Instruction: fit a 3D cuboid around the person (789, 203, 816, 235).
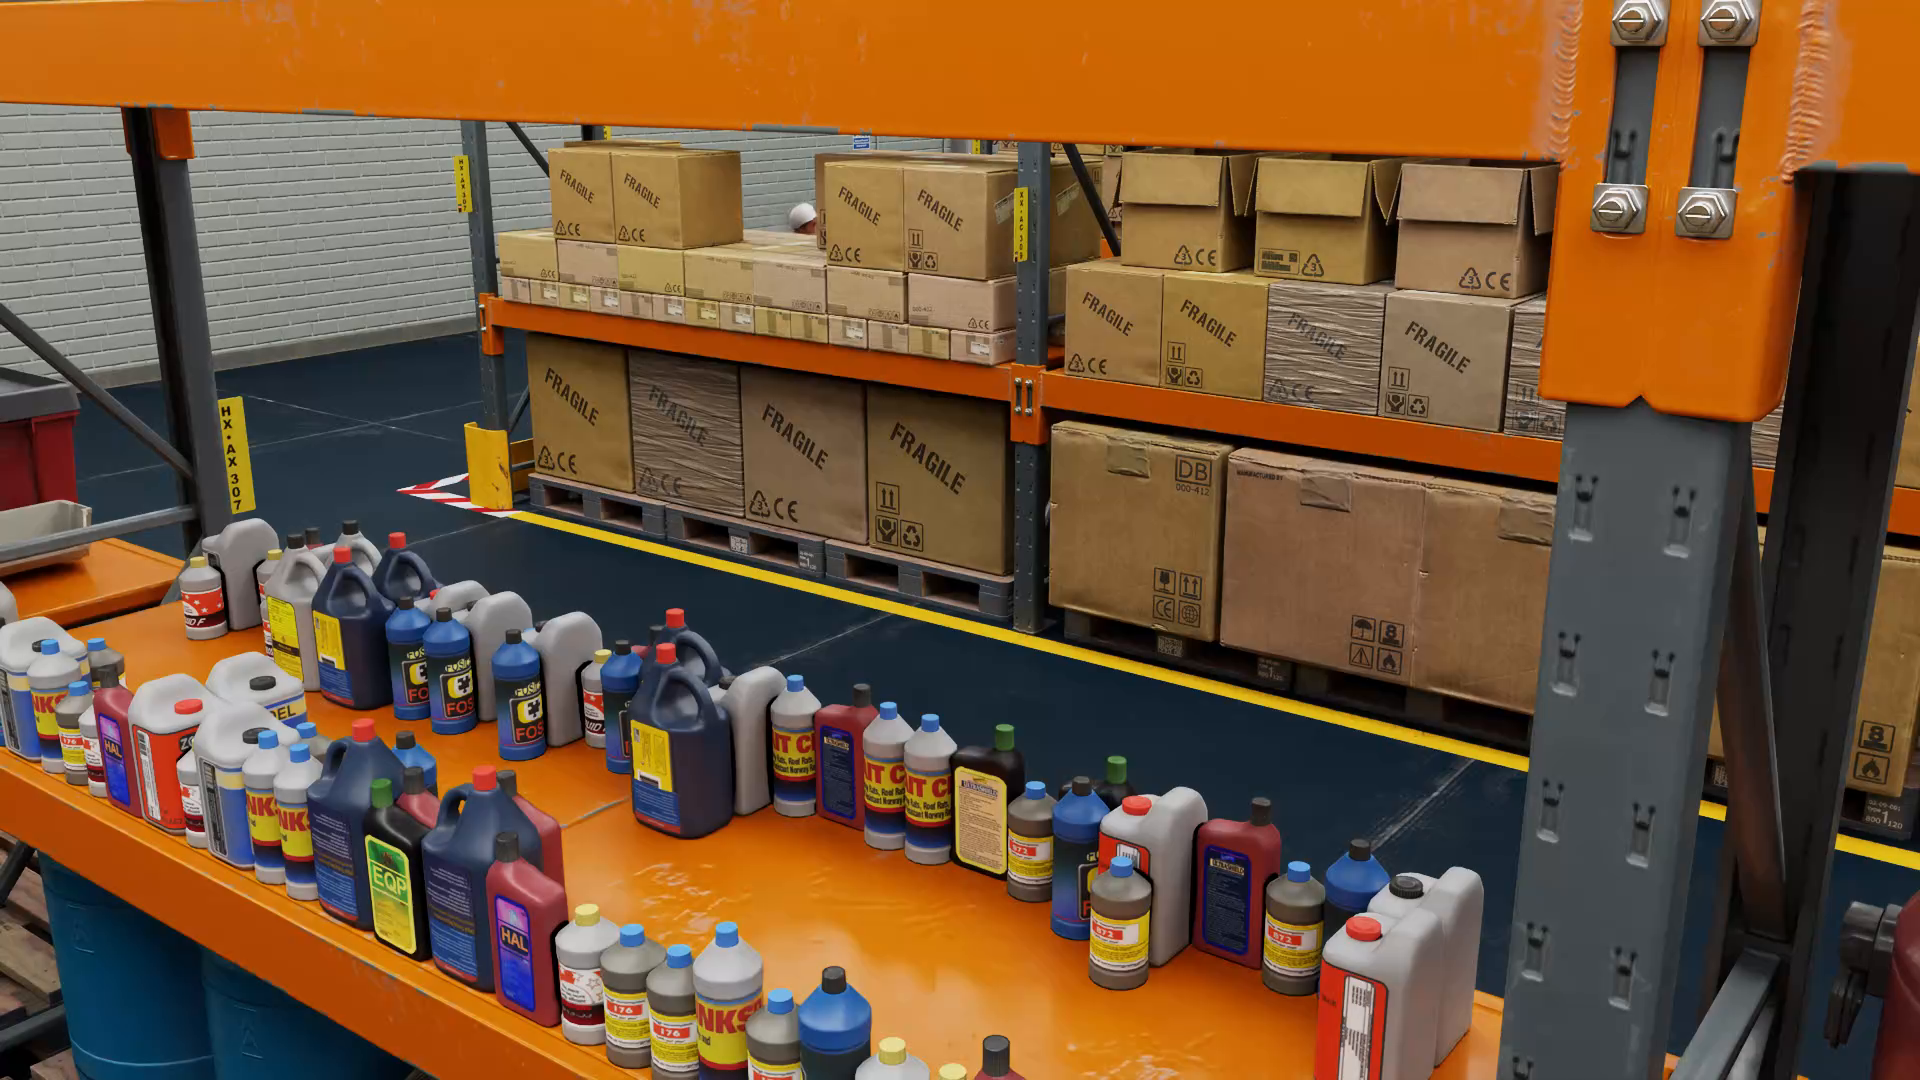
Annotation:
[{"bbox_3d":[-1.043,-1.450,11.489,1.077,1.729,0.533,13,21,37],"label":"person"}]
